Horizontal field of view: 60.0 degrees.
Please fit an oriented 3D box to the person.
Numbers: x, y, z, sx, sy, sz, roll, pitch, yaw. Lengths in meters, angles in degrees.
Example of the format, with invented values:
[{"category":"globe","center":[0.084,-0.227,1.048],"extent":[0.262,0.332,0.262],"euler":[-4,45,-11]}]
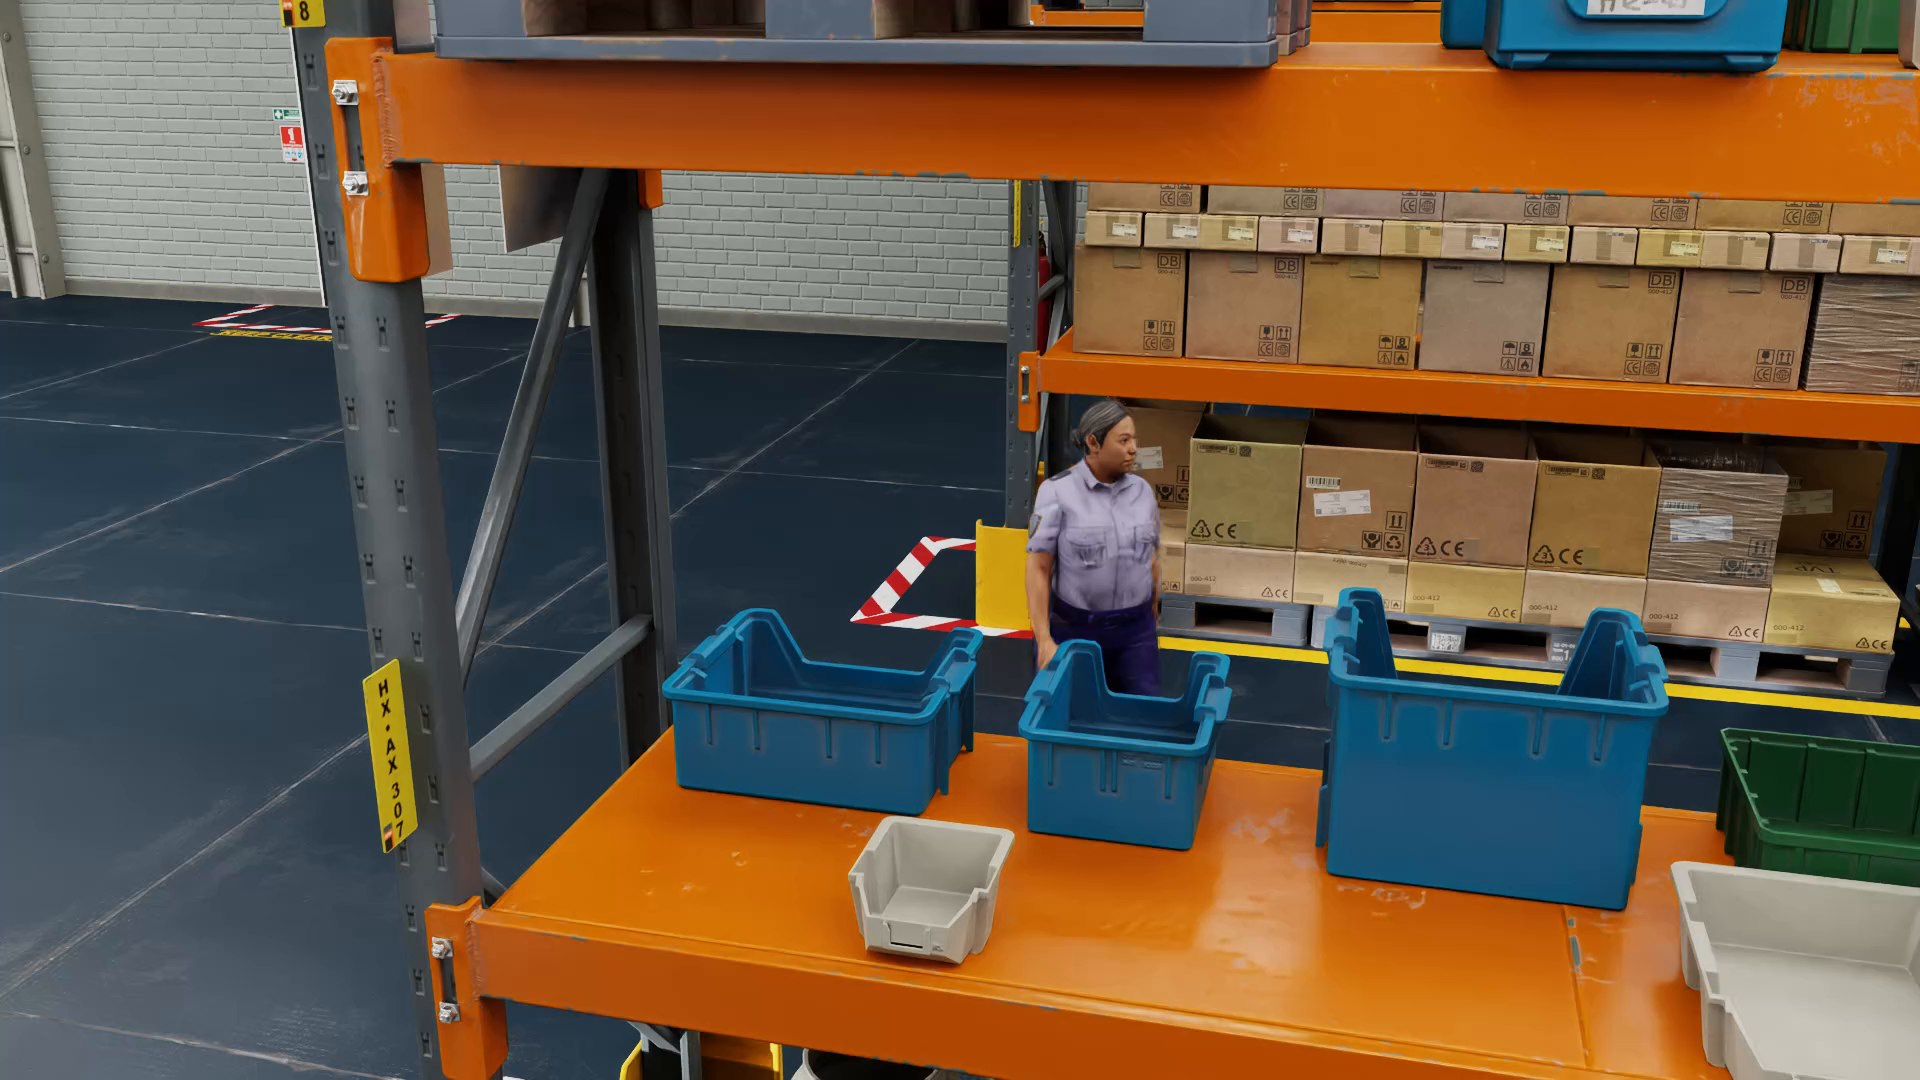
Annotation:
[{"category":"person","center":[0.483,0.345,5.560],"extent":[0.549,1.609,0.770],"euler":[-7,20,-20]}]
